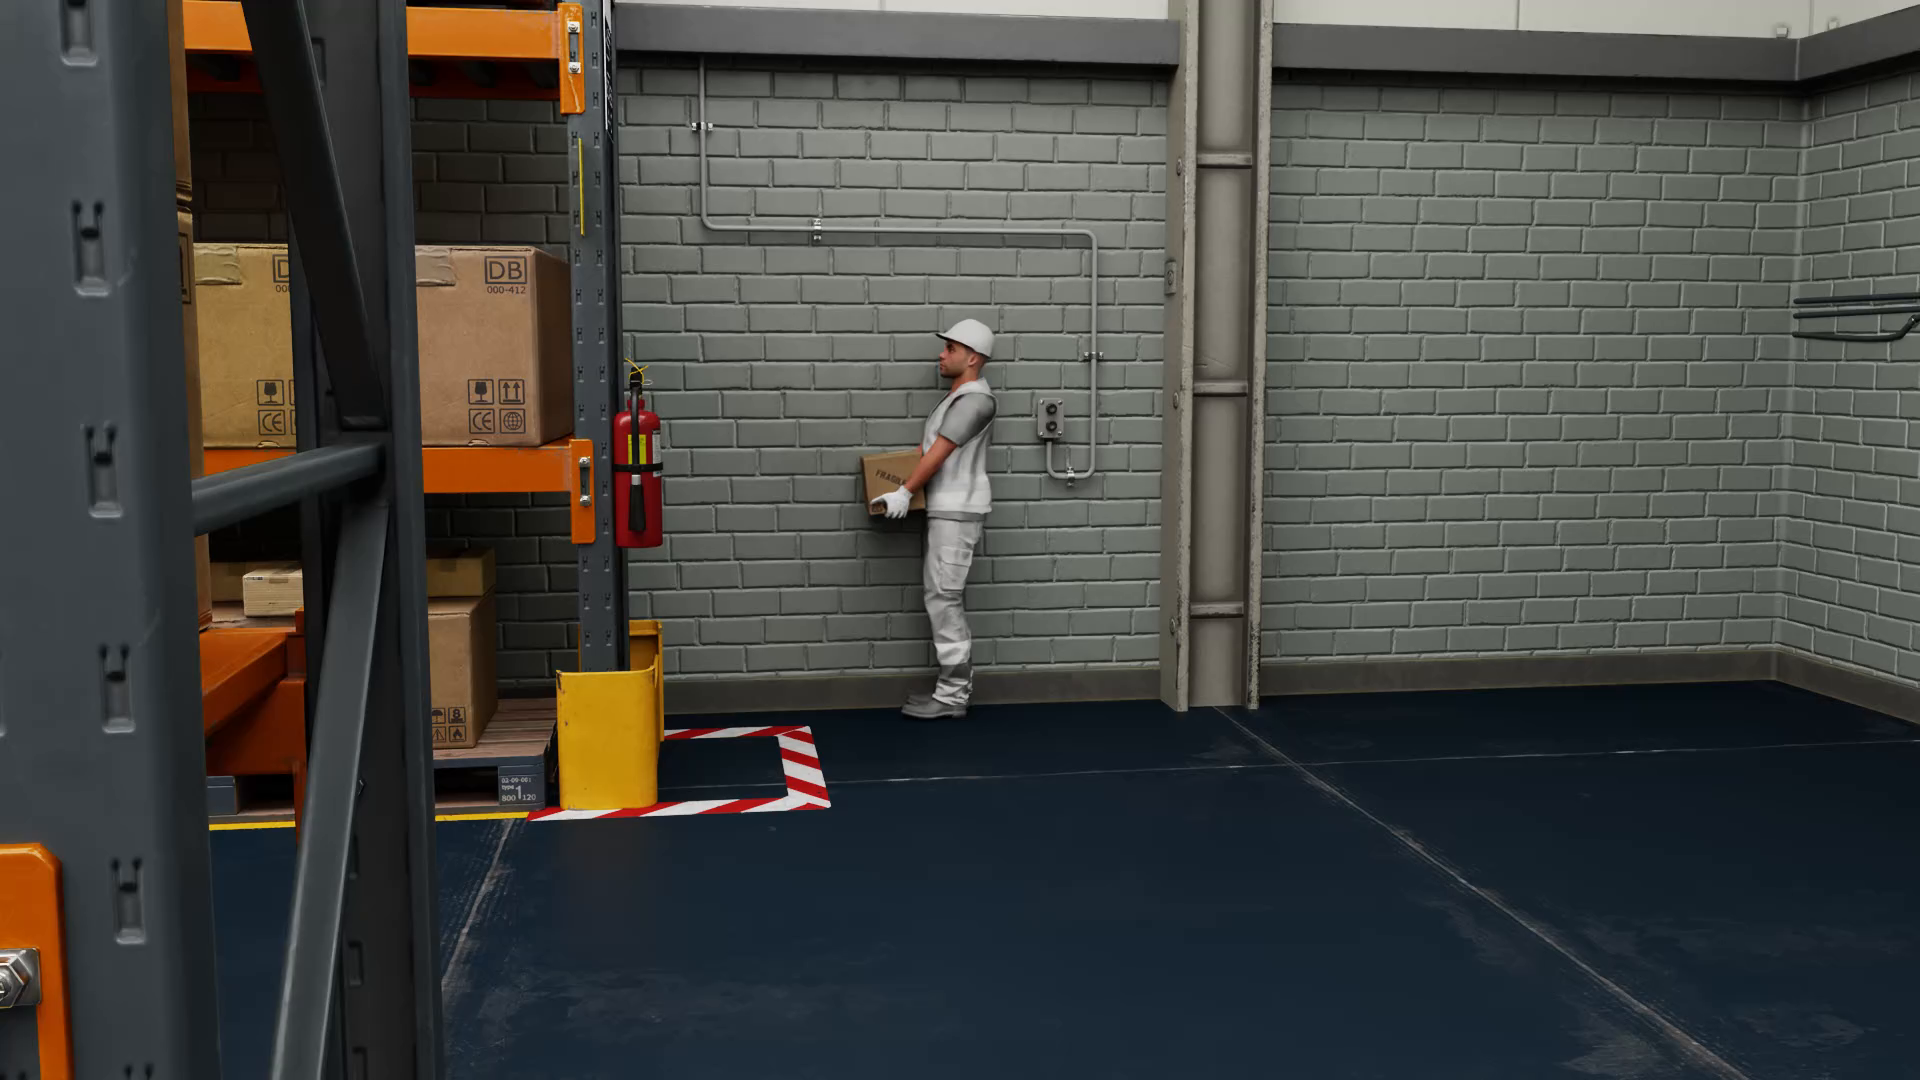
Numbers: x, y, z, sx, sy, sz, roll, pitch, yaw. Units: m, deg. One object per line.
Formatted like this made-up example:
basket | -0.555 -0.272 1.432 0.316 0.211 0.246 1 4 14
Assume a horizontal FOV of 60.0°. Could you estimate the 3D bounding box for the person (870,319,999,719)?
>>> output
person | -0.128 -0.094 7.468 0.572 1.782 0.493 -1 6 -7
